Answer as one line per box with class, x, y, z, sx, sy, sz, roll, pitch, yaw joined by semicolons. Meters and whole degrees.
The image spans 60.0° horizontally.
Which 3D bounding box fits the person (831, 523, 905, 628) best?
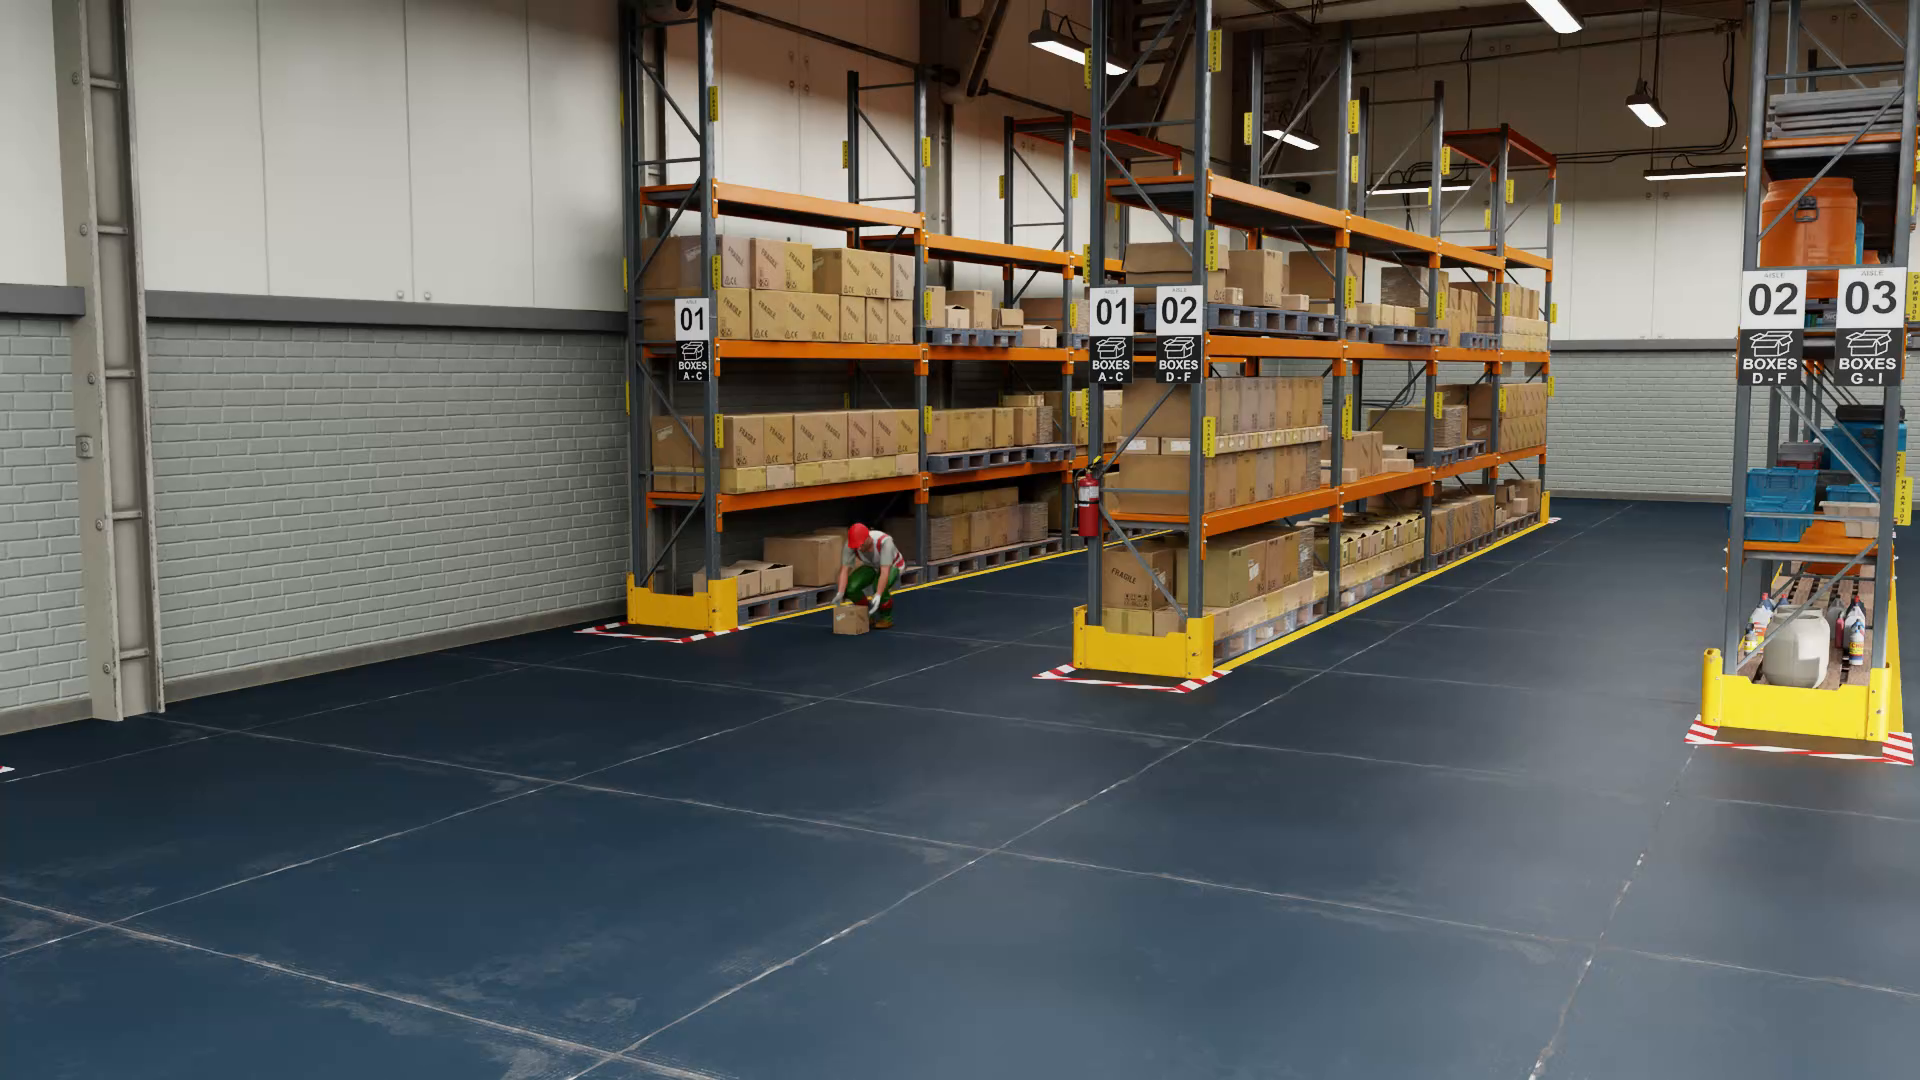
person;-0.846;0.334;16.265;0.579;1.065;0.870;3;7;28
